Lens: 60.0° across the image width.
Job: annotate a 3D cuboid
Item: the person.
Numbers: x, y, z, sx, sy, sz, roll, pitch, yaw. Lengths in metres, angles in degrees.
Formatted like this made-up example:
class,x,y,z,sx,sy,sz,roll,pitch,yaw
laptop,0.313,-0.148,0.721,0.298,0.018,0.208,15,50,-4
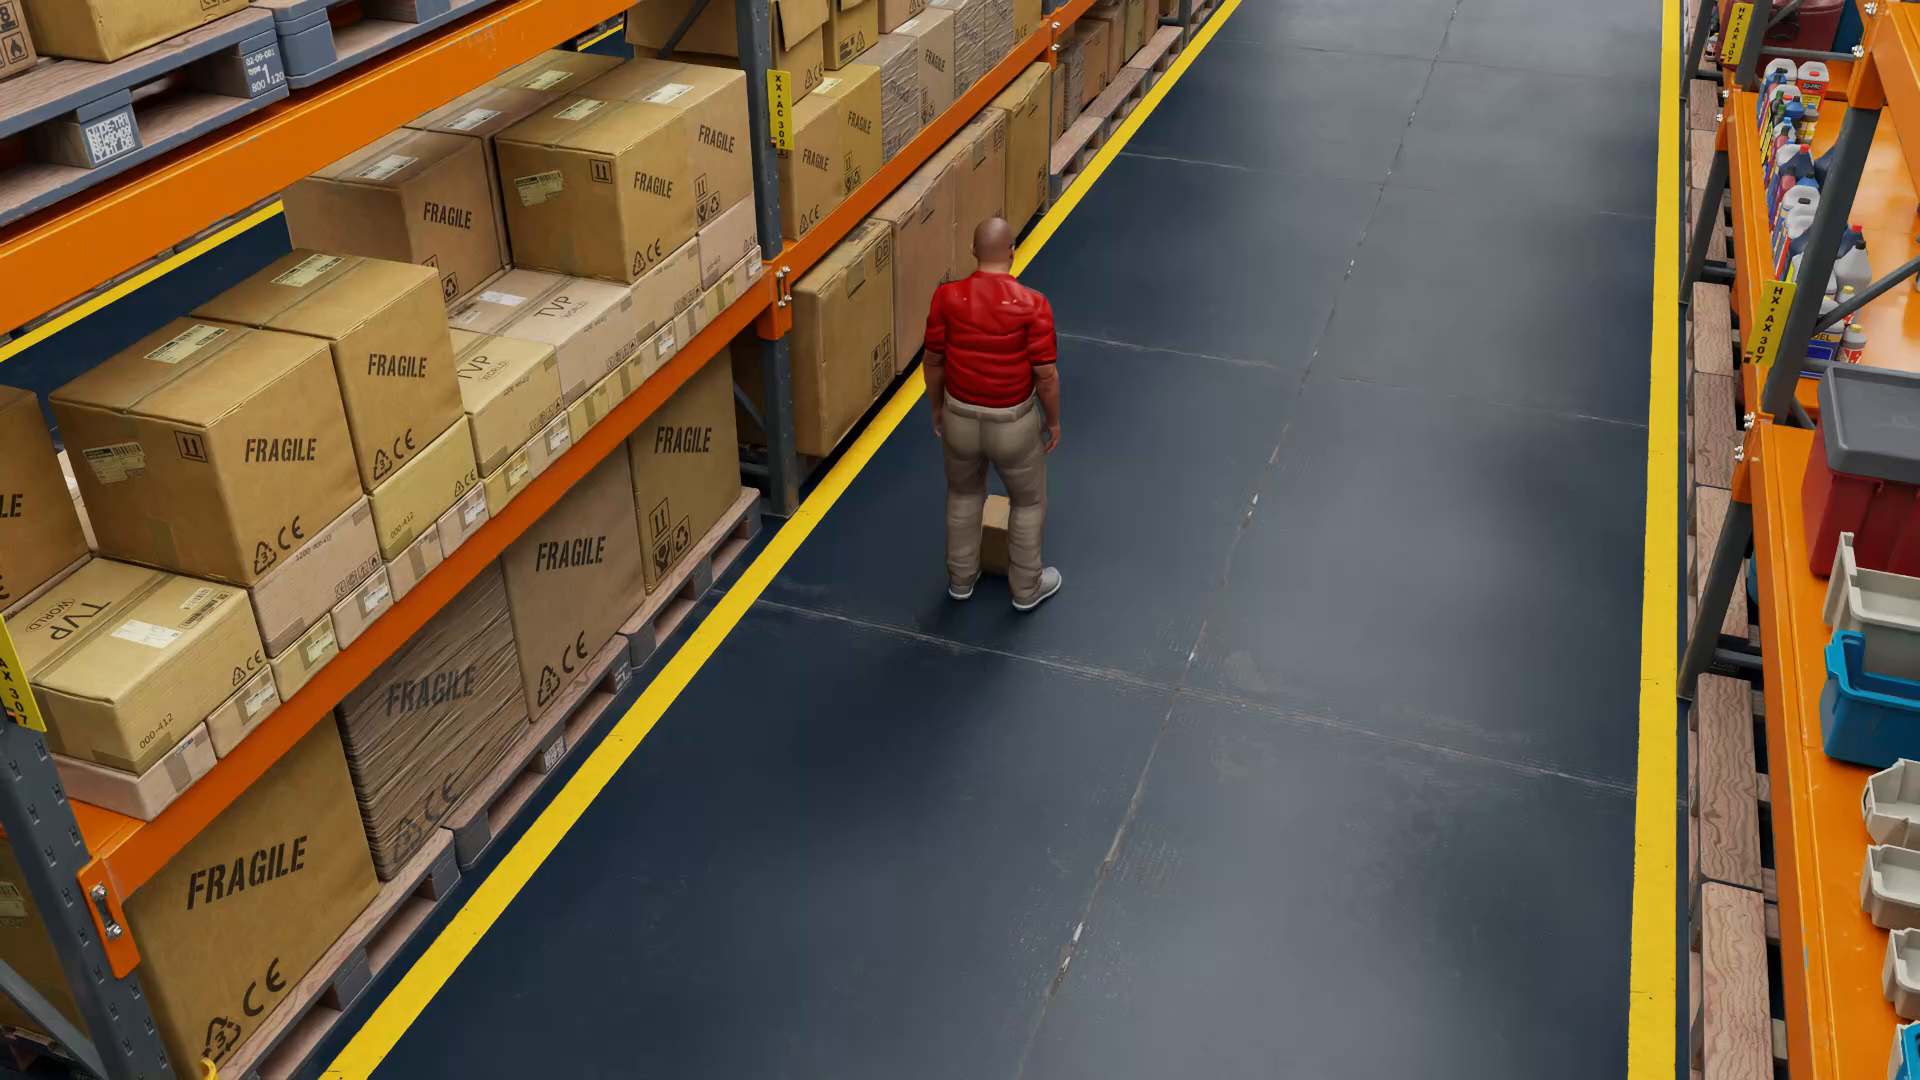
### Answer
class,x,y,z,sx,sy,sz,roll,pitch,yaw
person,0.140,-0.500,6.920,0.574,1.727,0.390,10,34,15
